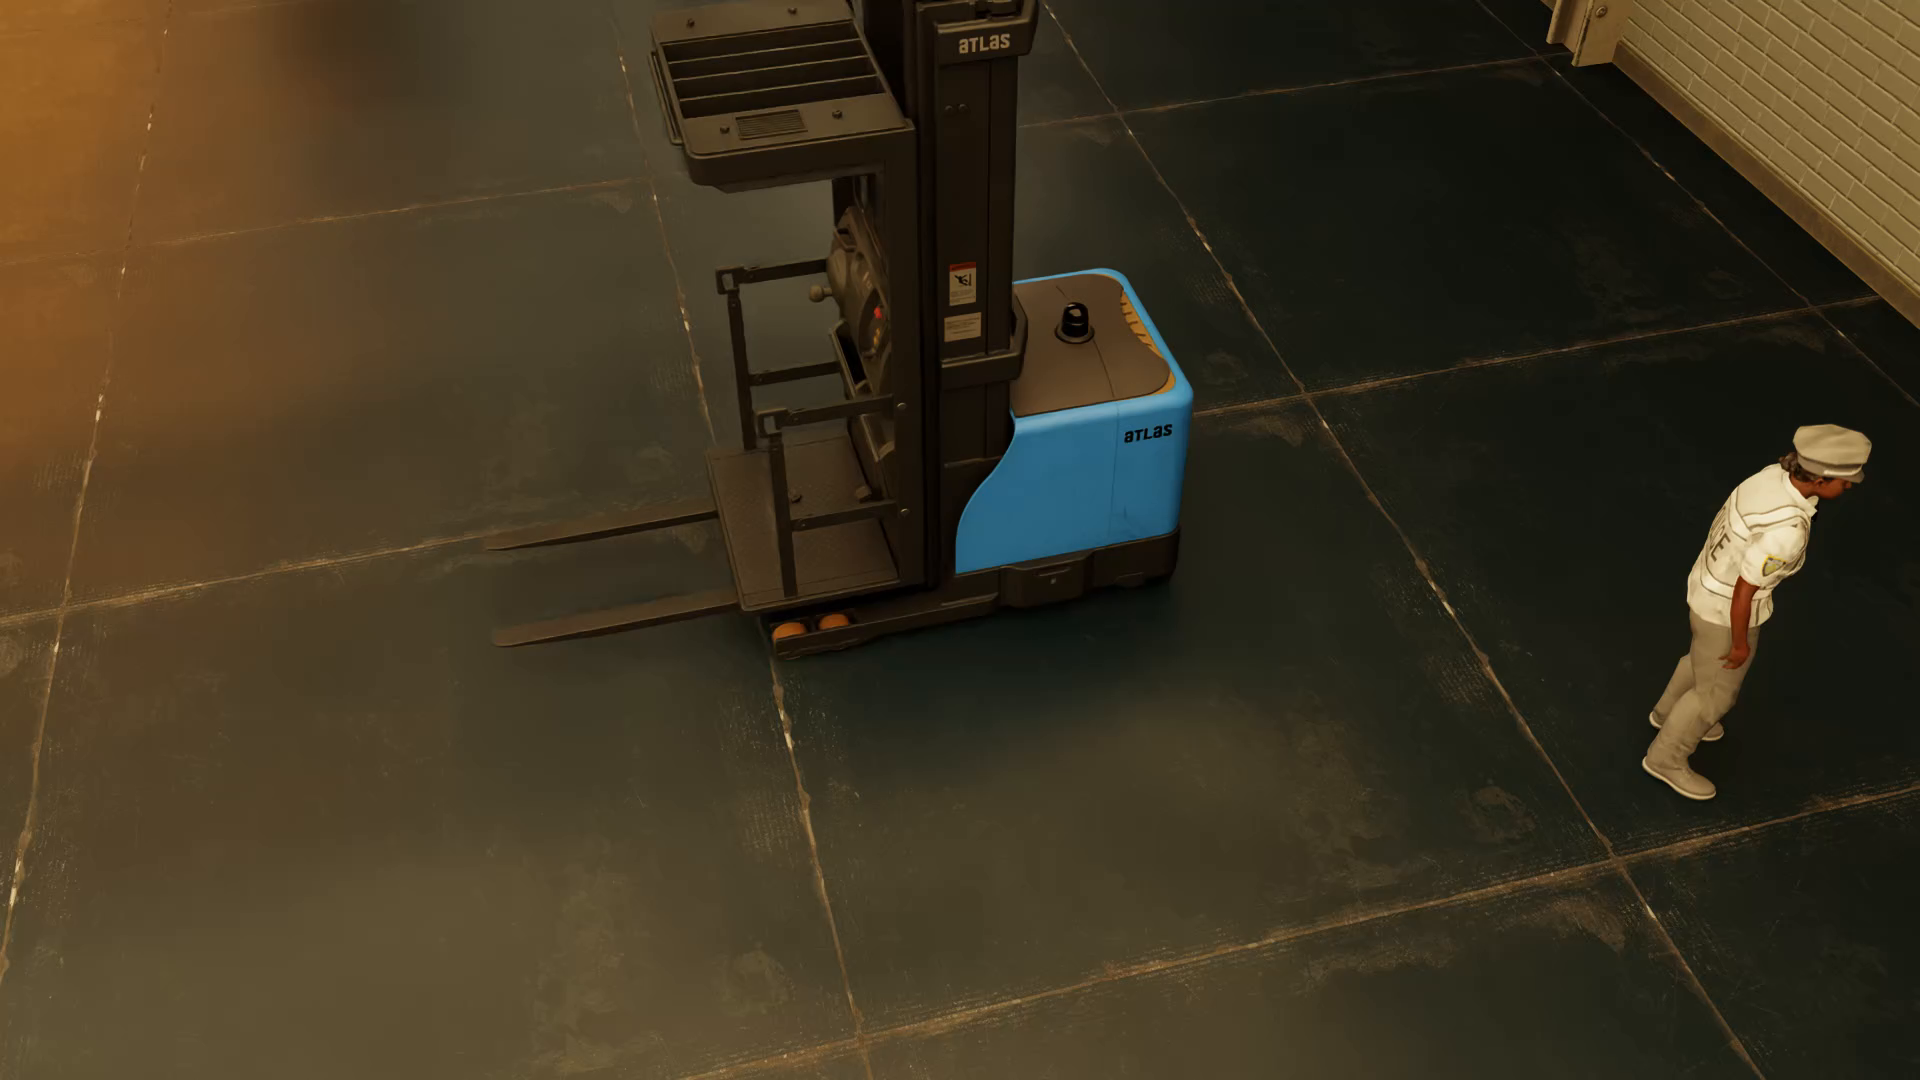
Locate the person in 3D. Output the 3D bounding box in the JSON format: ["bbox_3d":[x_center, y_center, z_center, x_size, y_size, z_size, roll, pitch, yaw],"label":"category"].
[{"bbox_3d":[2.954,0.257,6.303,0.397,1.656,0.516,15,46,16],"label":"person"}]

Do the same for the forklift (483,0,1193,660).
[{"bbox_3d":[-0.589,-0.951,6.651,3.031,2.935,1.130,-10,44,-11],"label":"forklift"}]
